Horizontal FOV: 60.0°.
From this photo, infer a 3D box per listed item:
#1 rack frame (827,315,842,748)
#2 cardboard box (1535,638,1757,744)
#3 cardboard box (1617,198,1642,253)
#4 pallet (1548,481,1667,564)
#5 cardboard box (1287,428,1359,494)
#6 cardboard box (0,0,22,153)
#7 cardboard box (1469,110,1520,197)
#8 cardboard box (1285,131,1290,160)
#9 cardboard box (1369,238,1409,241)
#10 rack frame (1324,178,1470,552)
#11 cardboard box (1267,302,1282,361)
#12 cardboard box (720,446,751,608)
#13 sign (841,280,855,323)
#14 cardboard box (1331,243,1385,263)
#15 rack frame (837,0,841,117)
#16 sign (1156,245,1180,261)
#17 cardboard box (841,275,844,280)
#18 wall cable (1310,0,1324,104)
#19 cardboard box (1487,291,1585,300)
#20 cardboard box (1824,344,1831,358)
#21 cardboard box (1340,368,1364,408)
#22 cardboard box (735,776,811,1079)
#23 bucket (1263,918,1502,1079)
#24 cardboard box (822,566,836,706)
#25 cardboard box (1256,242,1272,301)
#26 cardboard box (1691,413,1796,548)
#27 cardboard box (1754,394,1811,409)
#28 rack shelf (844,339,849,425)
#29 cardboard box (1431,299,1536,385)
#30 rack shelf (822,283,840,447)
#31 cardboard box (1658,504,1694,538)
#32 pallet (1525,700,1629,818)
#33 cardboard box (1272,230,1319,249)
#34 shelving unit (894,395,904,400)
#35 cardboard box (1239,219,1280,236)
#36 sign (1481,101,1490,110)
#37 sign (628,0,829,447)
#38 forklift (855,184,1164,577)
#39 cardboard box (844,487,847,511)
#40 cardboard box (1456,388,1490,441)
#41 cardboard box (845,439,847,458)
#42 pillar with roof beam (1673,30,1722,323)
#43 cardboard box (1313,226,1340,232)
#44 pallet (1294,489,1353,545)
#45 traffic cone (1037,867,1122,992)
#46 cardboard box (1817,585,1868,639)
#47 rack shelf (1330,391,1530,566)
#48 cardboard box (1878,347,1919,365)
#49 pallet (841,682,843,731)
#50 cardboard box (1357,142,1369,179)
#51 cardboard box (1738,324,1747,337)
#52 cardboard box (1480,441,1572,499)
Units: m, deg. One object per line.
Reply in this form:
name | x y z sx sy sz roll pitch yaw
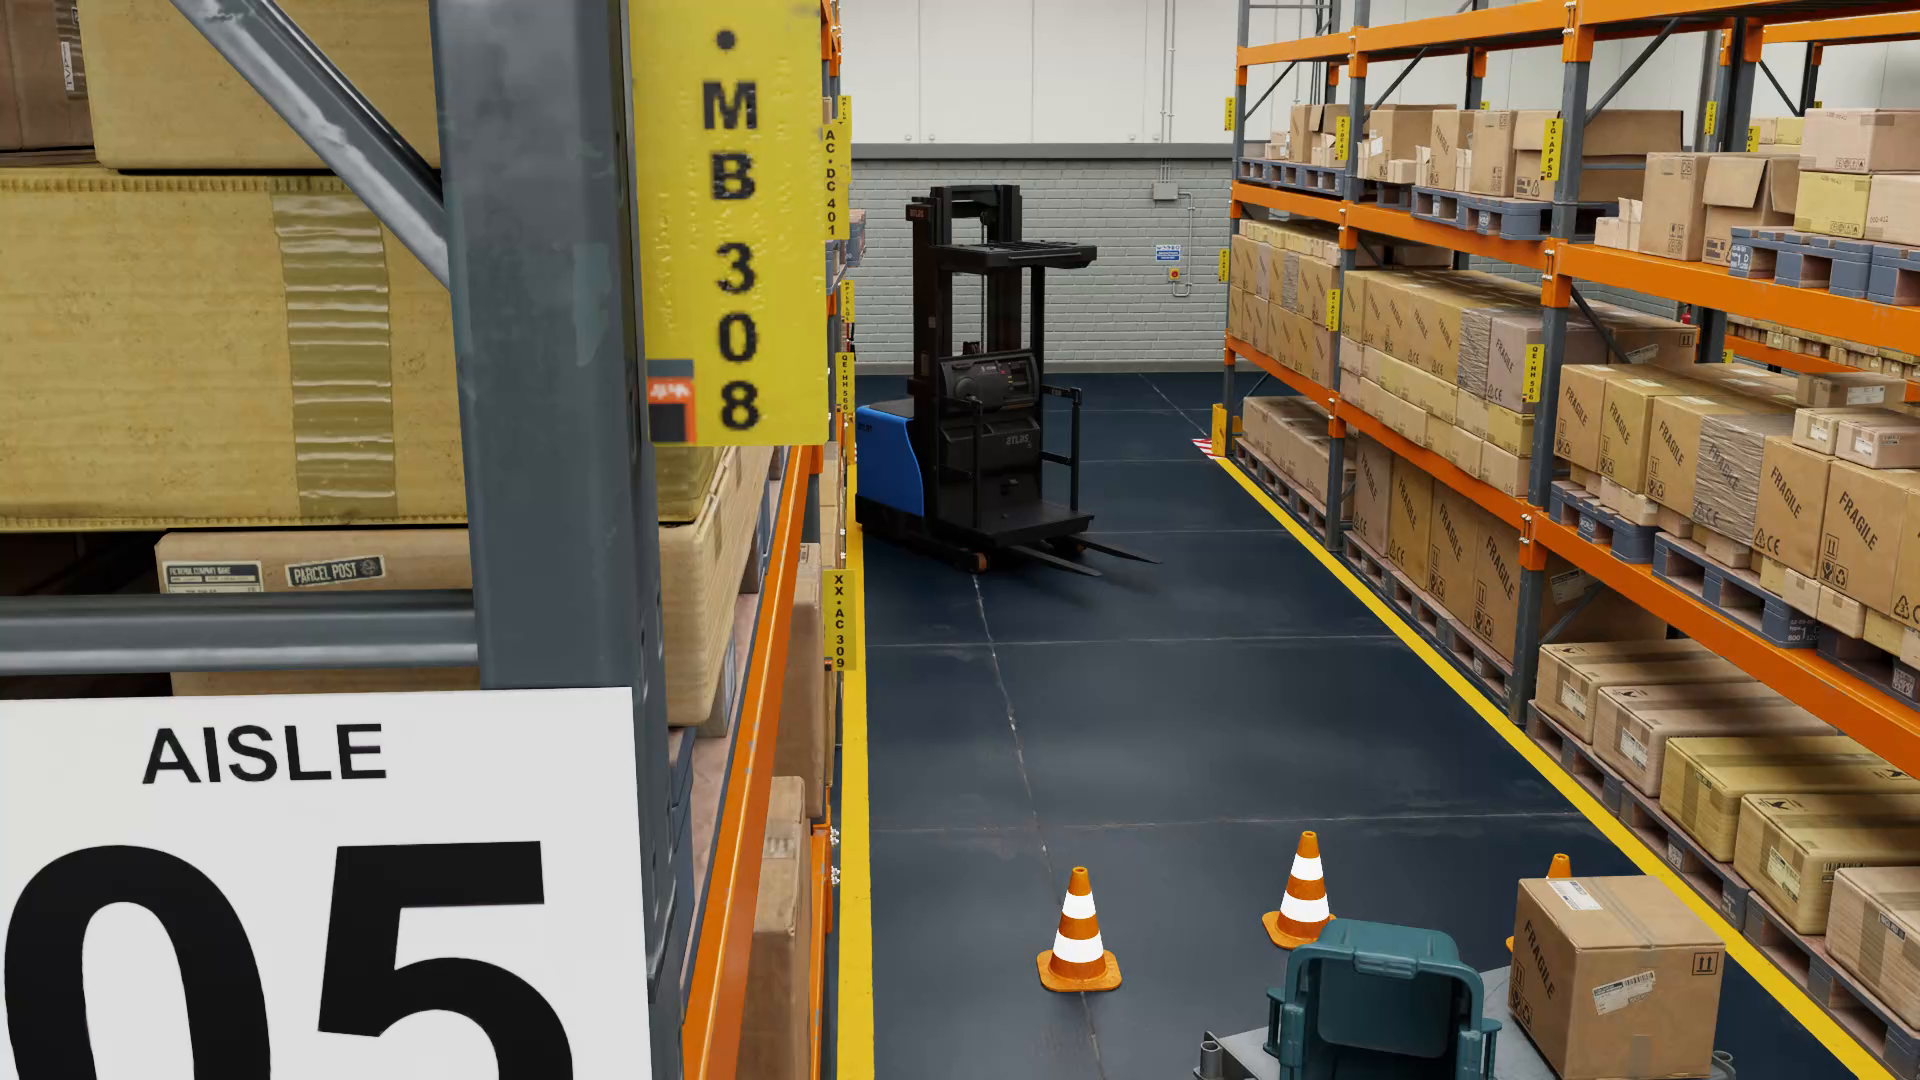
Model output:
rack frame | -1.174 -0.279 9.091 1.000 3.000 0.127 -1 14 -3
cardboard box | 3.786 0.829 9.214 0.950 0.372 0.625 -2 15 -7
cardboard box | 3.626 -1.624 8.568 0.396 0.266 0.258 -1 14 -3
pallet | 3.911 -0.112 8.827 1.213 0.211 1.003 -1 14 -3
cardboard box | 3.525 -0.718 15.098 0.875 0.438 0.875 -1 14 -5
cardboard box | -1.052 -0.399 1.399 0.380 0.149 0.250 -1 14 -3
cardboard box | 3.510 -2.328 9.993 0.700 0.500 0.500 -2 15 -6
cardboard box | 3.308 -3.659 15.341 0.500 0.311 0.500 -1 14 -2
cardboard box | 3.708 -2.494 14.191 0.380 0.149 0.250 -1 14 -4
rack frame | 3.513 -1.375 13.352 1.000 3.000 0.127 -1 14 -3
cardboard box | 3.129 -1.918 15.262 0.500 0.500 0.500 0 14 -2
cardboard box | -0.396 -0.026 1.548 0.380 0.149 0.250 -1 14 -3
sign | -0.868 -1.844 12.850 0.100 0.325 0.005 -1 14 -3
cardboard box | 3.268 -2.361 13.675 0.380 0.149 0.250 -1 14 -2
rack frame | -1.669 -5.174 16.077 1.000 3.000 0.127 -1 14 -3
sign | 2.840 -3.918 22.690 0.327 0.218 0.001 -1 14 -3
cardboard box | -1.254 -2.321 14.223 0.500 0.500 0.500 -1 14 -3
wall cable | 6.165 -6.749 22.121 2.988 3.039 0.133 -1 14 -3
cardboard box | 3.889 -1.417 11.308 0.500 0.500 0.500 -1 14 -3
cardboard box | 8.179 -1.730 15.235 0.380 0.149 0.250 -1 14 -3
cardboard box | 3.277 -1.189 12.930 0.500 0.250 0.500 -1 14 -5
cardboard box | -0.688 0.745 2.642 0.875 0.550 0.550 -1 14 -3
bucket | 1.384 1.563 5.450 0.726 0.611 0.620 4 5 16
cardboard box | -0.722 0.407 6.225 0.500 0.500 0.500 -1 14 -3
cardboard box | 3.089 -2.523 15.605 0.500 0.500 0.500 -1 14 -4
cardboard box | 3.660 -0.275 7.435 0.500 0.500 0.500 -1 14 -6
cardboard box | 4.142 -0.414 7.975 0.500 0.500 0.500 -2 15 -7
rack shelf | -1.545 -1.423 14.981 1.077 0.370 4.000 -1 14 -3
cardboard box | 3.403 -1.289 10.809 0.500 0.500 0.500 -1 14 -3
rack shelf | -1.050 -0.886 6.874 1.077 0.370 4.000 -1 14 -3
cardboard box | 3.639 -0.112 8.102 0.380 0.149 0.250 0 14 0
pallet | 3.808 1.164 9.078 1.003 0.211 1.213 -1 14 -3
cardboard box | 3.065 -2.738 15.140 0.380 0.149 0.250 -1 14 -5
shelving unit | -0.452 -0.754 14.851 0.215 1.050 0.252 4 15 14
cardboard box | 3.011 -3.124 16.641 0.380 0.149 0.250 -1 14 -2
sign | 4.054 -3.242 12.917 0.100 0.325 0.005 -1 14 -3
sign | -0.124 -0.211 0.894 0.100 0.325 0.005 -1 14 -3
forklift | 0.371 -1.293 13.171 1.130 2.935 3.031 -10 18 -35
cardboard box | -1.125 -0.336 13.593 0.380 0.149 0.250 0 14 -1
cardboard box | 3.442 -0.794 10.391 0.500 0.250 0.500 -1 14 -5
cardboard box | -1.312 -0.901 16.388 0.380 0.149 0.250 0 14 -2
pillar with roof beam | 4.655 -5.971 19.175 9.100 9.000 0.400 -1 14 -3
cardboard box | 3.547 -2.876 15.675 0.380 0.149 0.250 -1 14 -4
pallet | 3.544 -0.215 14.440 1.003 0.211 1.213 -1 14 -3
traffic cone | 0.498 1.587 6.928 0.336 0.463 0.334 -1 14 -3
cardboard box | 3.651 0.279 6.582 0.380 0.149 0.250 -1 14 -4
rack shelf | 3.637 -0.530 11.509 1.077 0.370 4.000 -1 14 -3
cardboard box | 8.192 -1.647 14.113 0.500 0.250 0.500 -1 14 -2
pallet | -1.221 0.877 10.194 1.003 0.211 1.213 -1 14 -3
cardboard box | 3.194 -2.837 12.438 0.396 0.266 0.258 -1 14 -4
cardboard box | 8.078 -2.113 16.722 0.380 0.149 0.250 -1 14 -4
cardboard box | 3.470 -0.430 9.978 0.500 0.250 0.500 -1 14 -5
